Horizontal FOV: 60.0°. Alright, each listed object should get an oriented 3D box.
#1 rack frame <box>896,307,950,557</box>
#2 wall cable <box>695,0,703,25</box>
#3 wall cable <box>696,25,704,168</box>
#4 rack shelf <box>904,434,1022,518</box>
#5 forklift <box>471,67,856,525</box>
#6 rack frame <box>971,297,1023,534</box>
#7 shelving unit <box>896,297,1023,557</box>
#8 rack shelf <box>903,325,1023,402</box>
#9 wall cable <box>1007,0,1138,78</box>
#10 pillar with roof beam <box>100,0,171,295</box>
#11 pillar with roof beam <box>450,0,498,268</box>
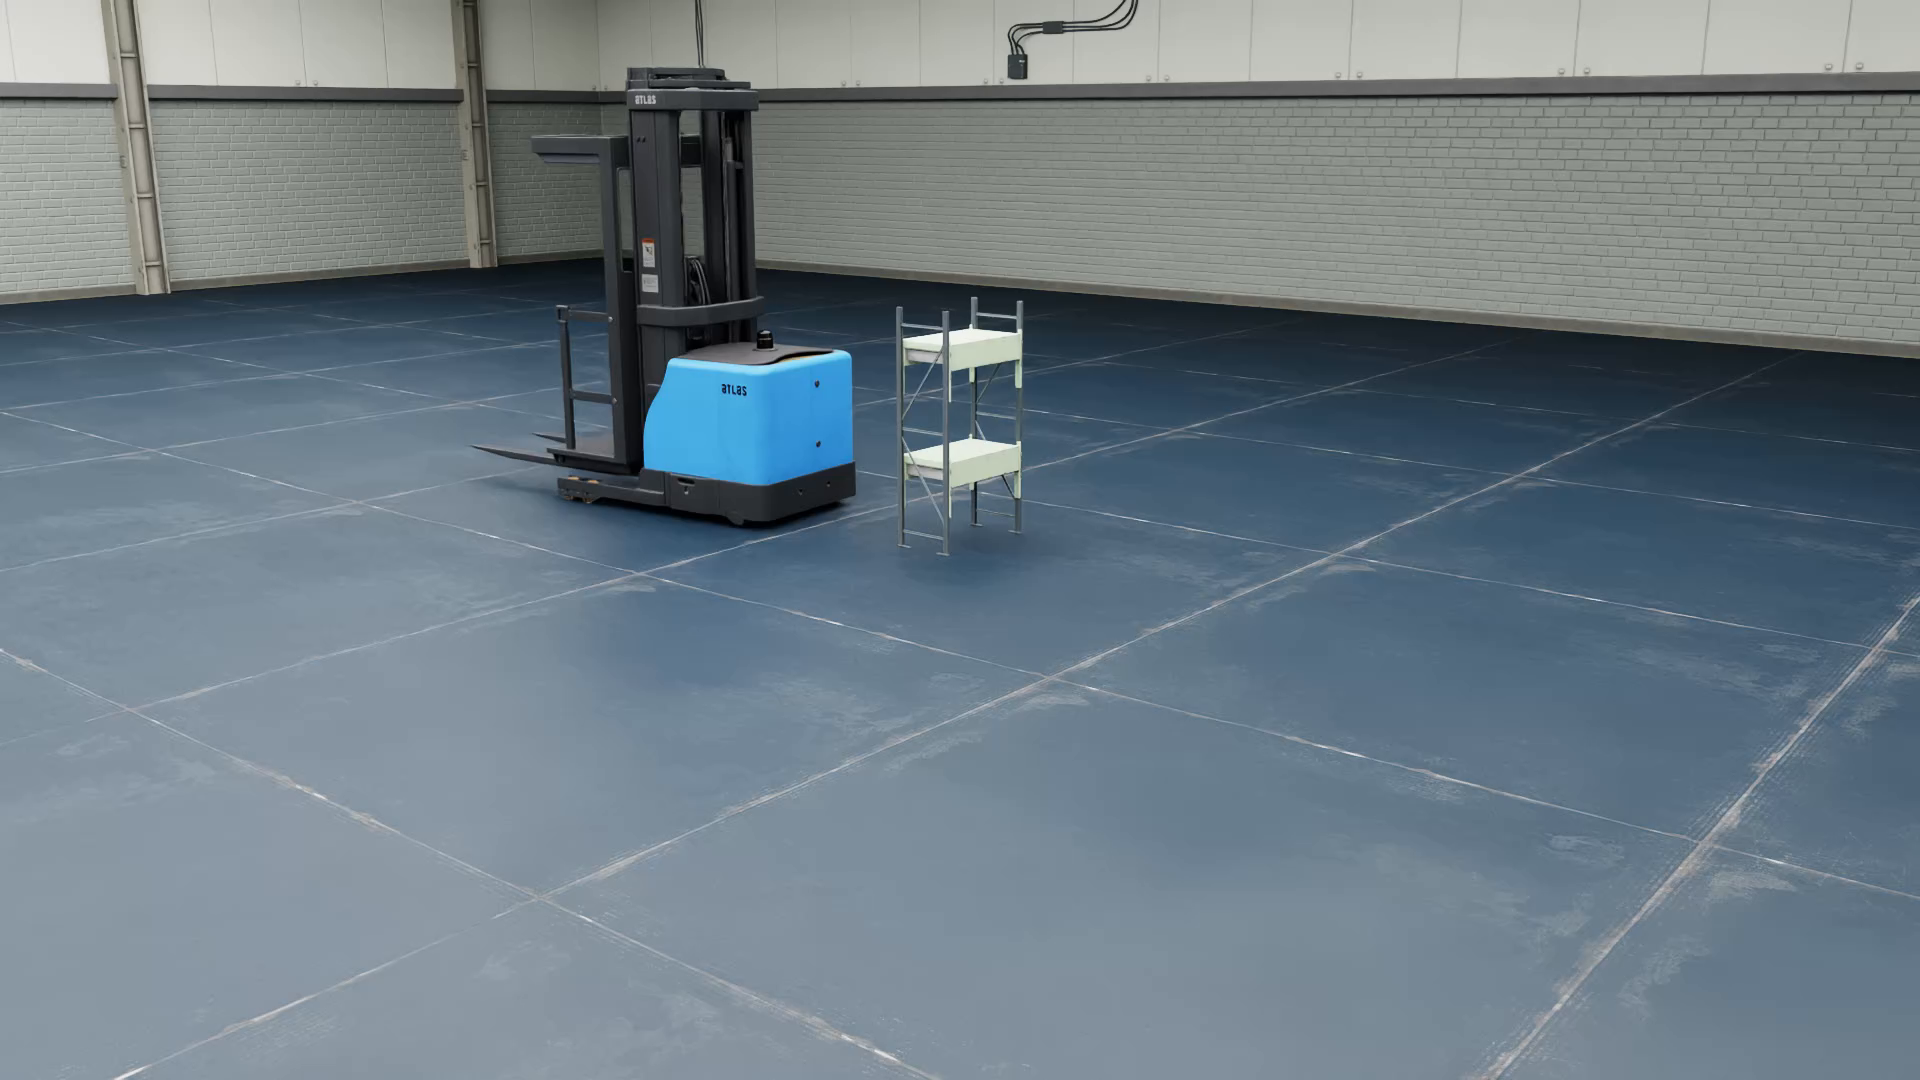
[{"bbox_3d":[-0.226,-0.658,10.167,0.400,1.500,0.023,11,18,38],"label":"rack frame"},{"bbox_3d":[-3.623,-10.179,28.465,3.097,2.526,0.112,11,18,38],"label":"wall cable"},{"bbox_3d":[-5.727,-8.150,30.735,3.097,2.526,0.112,11,18,38],"label":"wall cable"},{"bbox_3d":[0.004,-0.412,10.524,0.431,0.370,0.720,11,18,38],"label":"rack shelf"},{"bbox_3d":[-2.234,-1.774,11.654,3.031,2.935,1.130,9,17,33],"label":"forklift"},{"bbox_3d":[0.234,-0.798,10.719,0.400,1.500,0.023,11,18,38],"label":"rack frame"},{"bbox_3d":[0.004,-0.728,10.443,0.431,1.500,0.755,11,18,38],"label":"shelving unit"},{"bbox_3d":[0.004,-1.106,10.347,0.431,0.370,0.720,11,18,38],"label":"rack shelf"},{"bbox_3d":[1.647,-9.831,24.139,2.305,6.003,0.169,11,18,38],"label":"wall cable"},{"bbox_3d":[-9.030,-7.480,21.791,9.100,9.000,0.400,11,18,38],"label":"pillar with roof beam"},{"bbox_3d":[-5.258,-8.629,26.314,9.100,9.000,0.400,11,18,38],"label":"pillar with roof beam"}]
